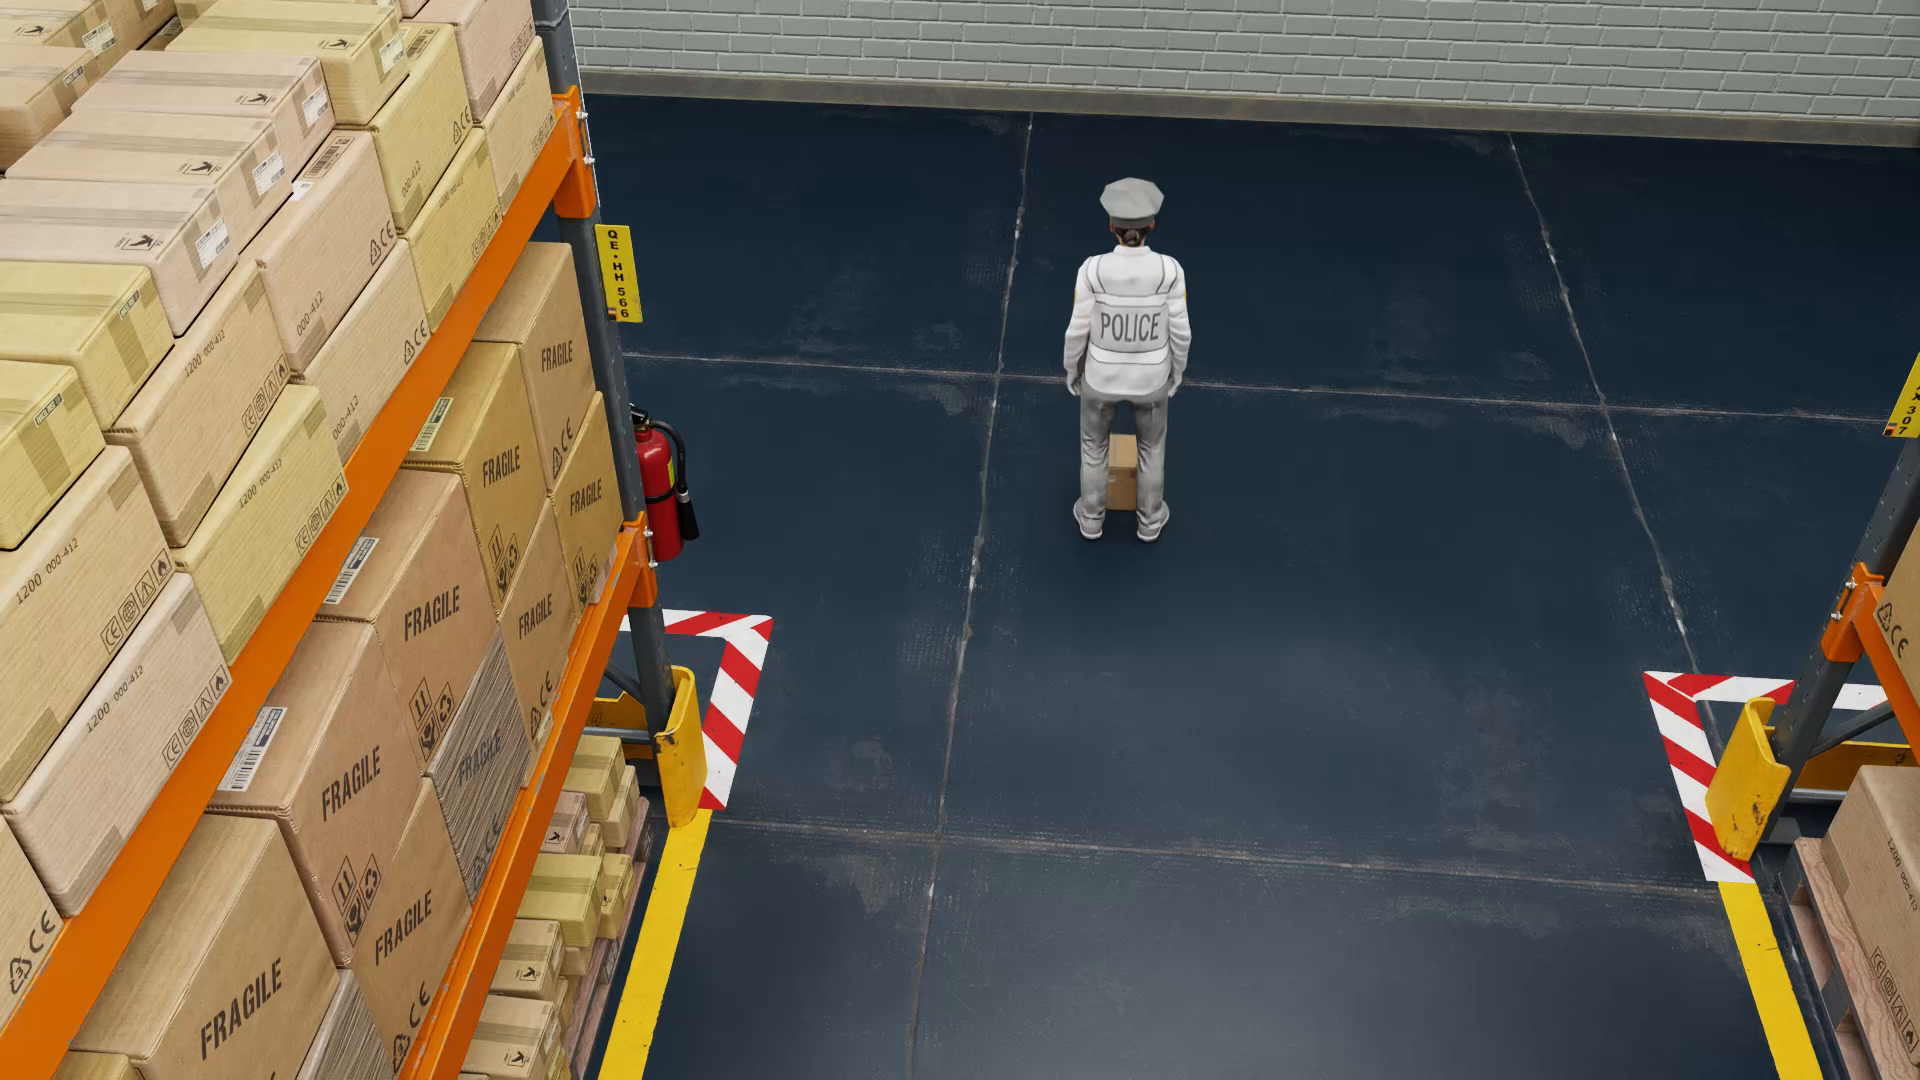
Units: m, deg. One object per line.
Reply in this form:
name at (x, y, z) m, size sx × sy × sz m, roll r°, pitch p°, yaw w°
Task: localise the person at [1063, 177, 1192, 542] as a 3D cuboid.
person at (0.689, -0.691, 6.968) m, size 0.516 × 1.663 × 0.367 m, roll 2°, pitch 40°, yaw 2°
